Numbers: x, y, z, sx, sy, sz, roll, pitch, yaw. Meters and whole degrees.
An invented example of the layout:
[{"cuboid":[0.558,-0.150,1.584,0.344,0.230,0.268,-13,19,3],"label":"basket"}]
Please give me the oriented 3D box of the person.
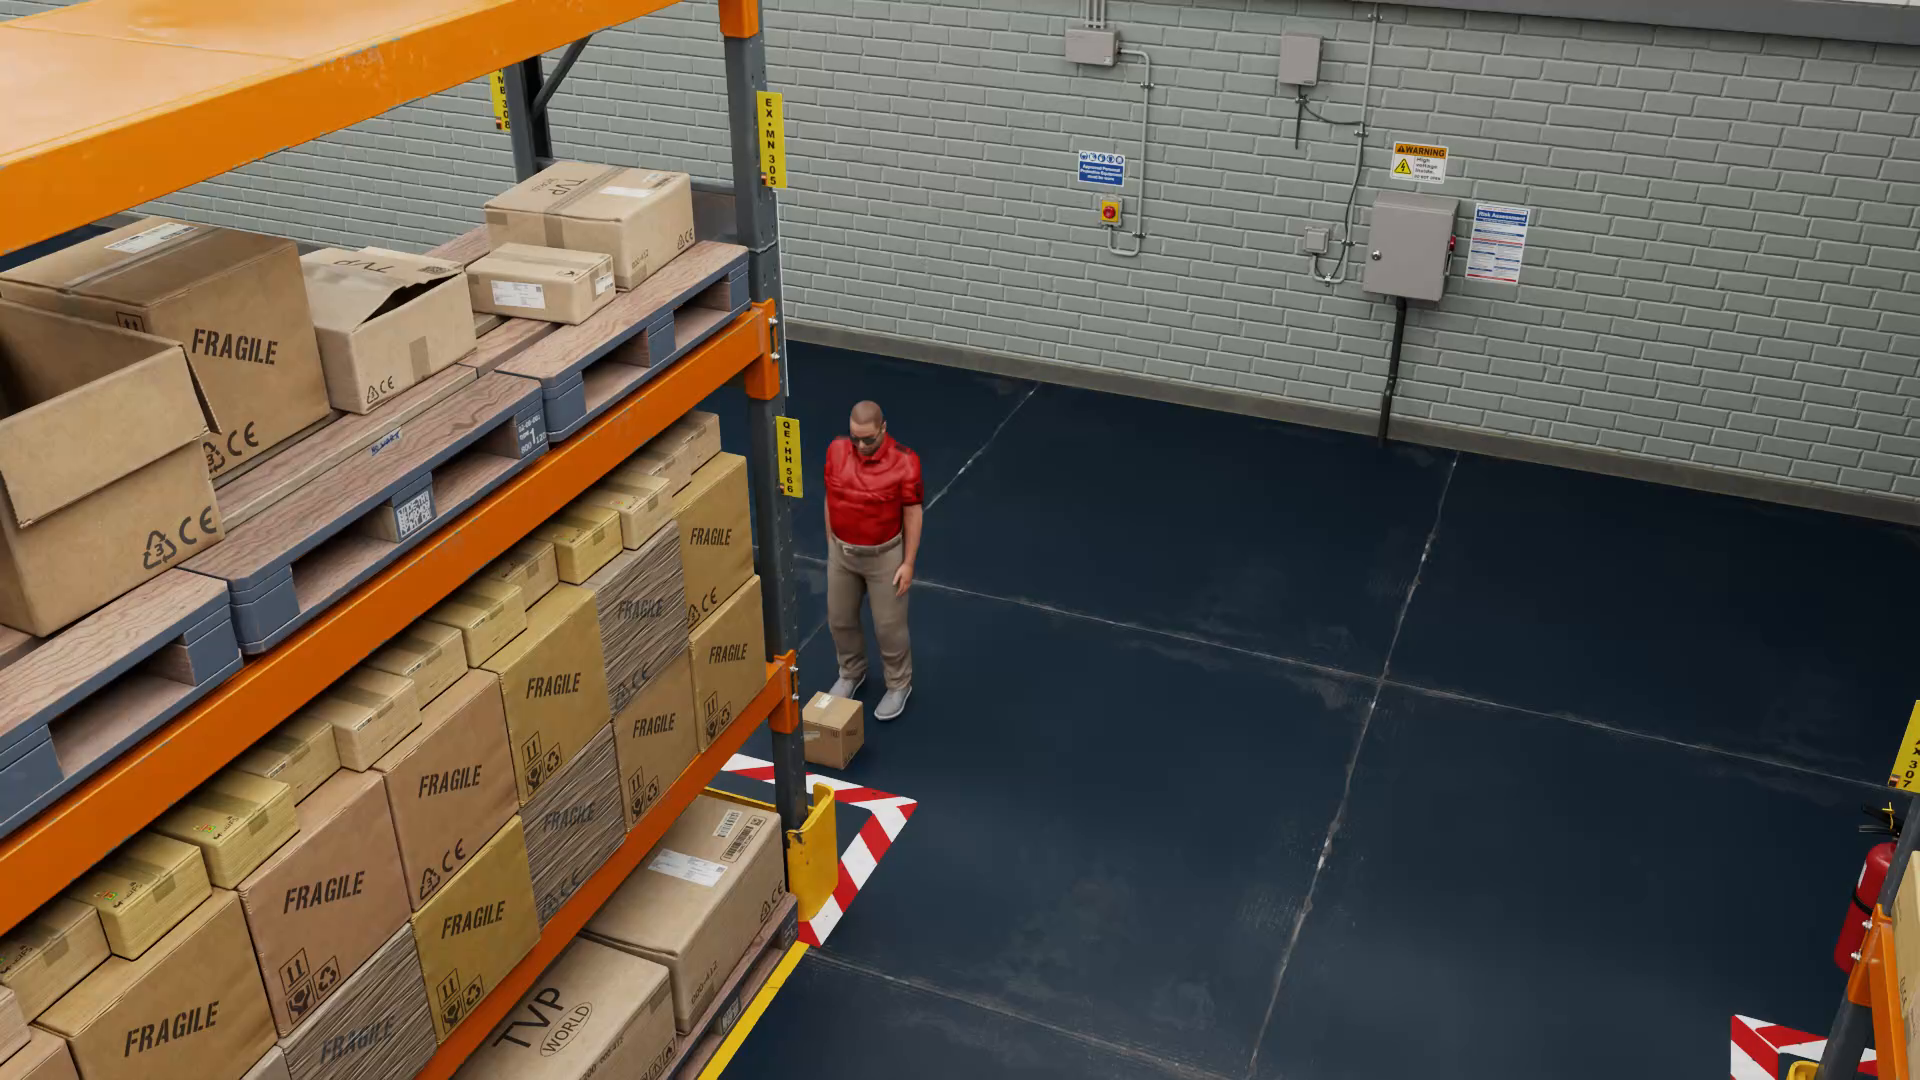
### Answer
[{"cuboid":[-0.440,0.091,8.283,0.529,1.711,0.356,12,32,20],"label":"person"}]
